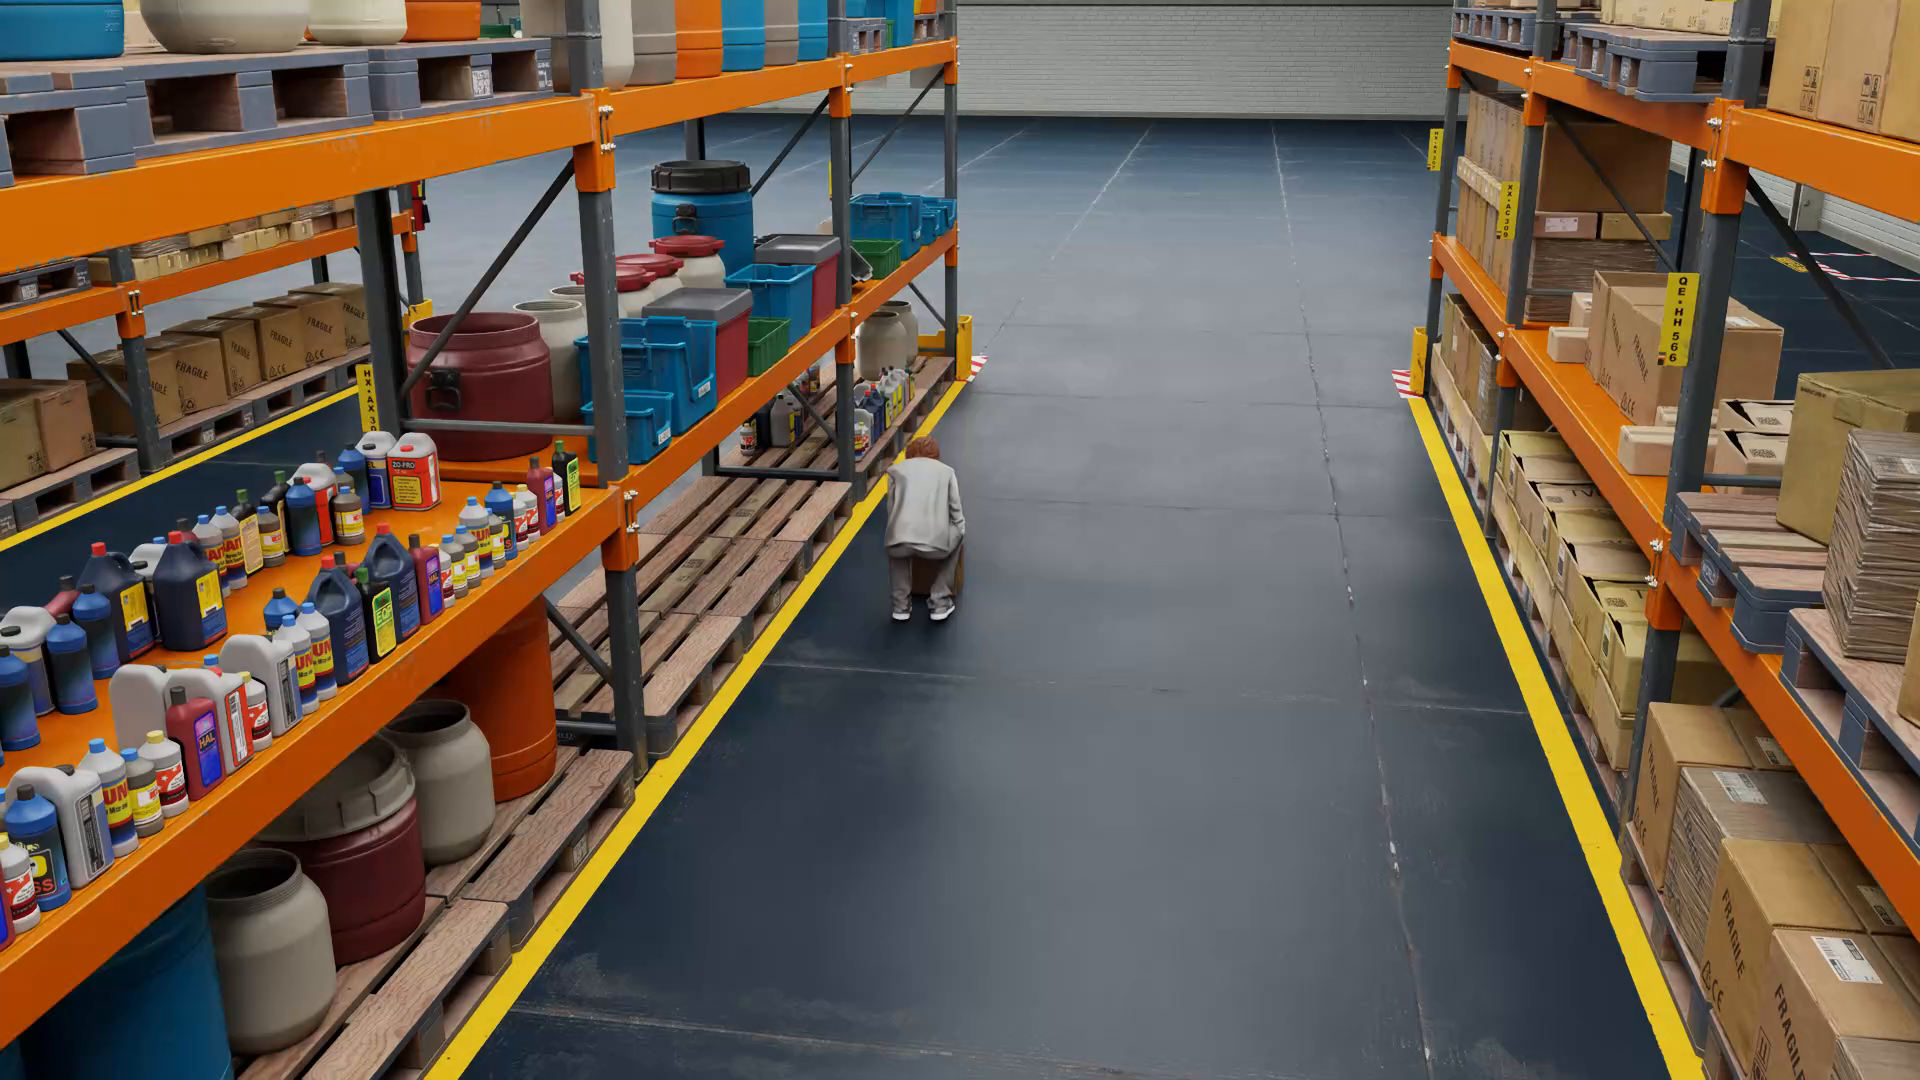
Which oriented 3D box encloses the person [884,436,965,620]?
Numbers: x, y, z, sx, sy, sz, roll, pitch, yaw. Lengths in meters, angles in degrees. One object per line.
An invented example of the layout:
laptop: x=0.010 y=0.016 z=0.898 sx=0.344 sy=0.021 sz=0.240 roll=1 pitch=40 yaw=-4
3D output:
person: x=-0.206 y=-0.042 z=8.854 sx=0.441 sy=0.879 sz=0.794 roll=3 pitch=18 yaw=9
